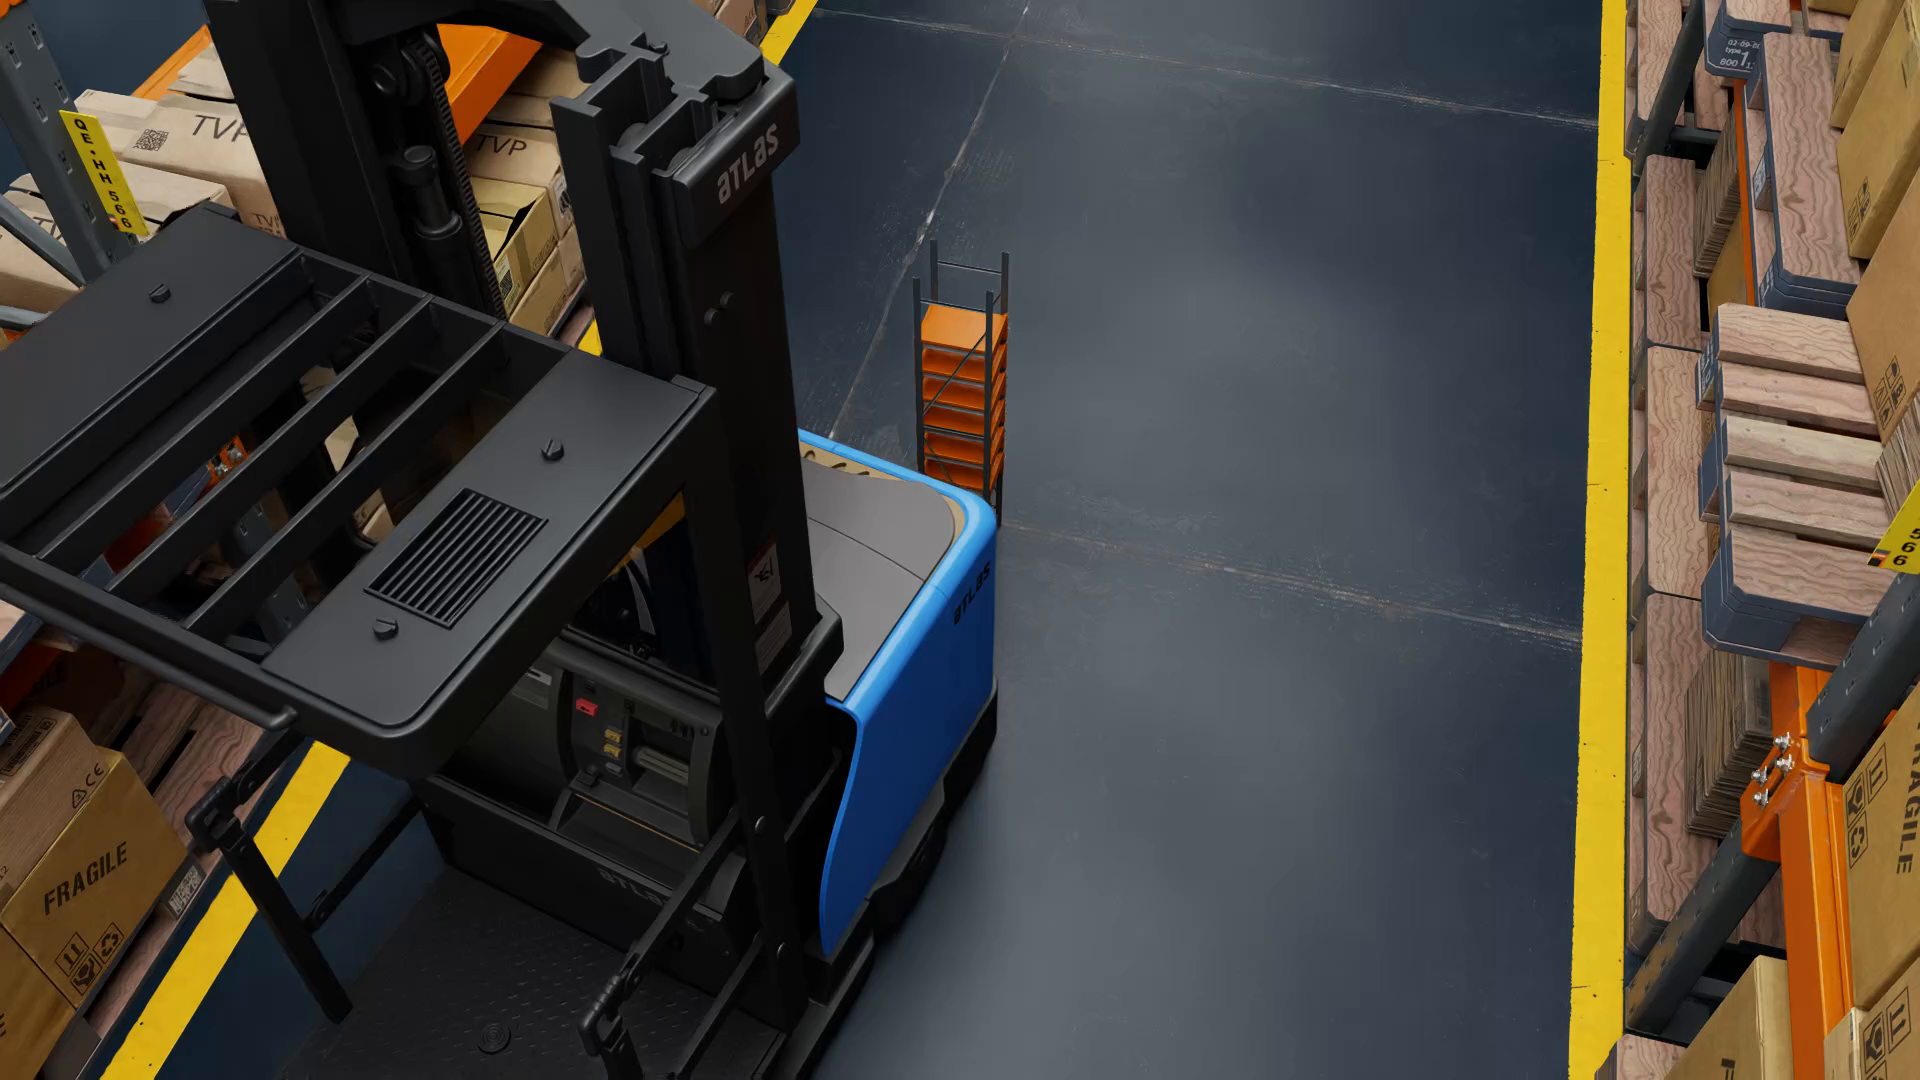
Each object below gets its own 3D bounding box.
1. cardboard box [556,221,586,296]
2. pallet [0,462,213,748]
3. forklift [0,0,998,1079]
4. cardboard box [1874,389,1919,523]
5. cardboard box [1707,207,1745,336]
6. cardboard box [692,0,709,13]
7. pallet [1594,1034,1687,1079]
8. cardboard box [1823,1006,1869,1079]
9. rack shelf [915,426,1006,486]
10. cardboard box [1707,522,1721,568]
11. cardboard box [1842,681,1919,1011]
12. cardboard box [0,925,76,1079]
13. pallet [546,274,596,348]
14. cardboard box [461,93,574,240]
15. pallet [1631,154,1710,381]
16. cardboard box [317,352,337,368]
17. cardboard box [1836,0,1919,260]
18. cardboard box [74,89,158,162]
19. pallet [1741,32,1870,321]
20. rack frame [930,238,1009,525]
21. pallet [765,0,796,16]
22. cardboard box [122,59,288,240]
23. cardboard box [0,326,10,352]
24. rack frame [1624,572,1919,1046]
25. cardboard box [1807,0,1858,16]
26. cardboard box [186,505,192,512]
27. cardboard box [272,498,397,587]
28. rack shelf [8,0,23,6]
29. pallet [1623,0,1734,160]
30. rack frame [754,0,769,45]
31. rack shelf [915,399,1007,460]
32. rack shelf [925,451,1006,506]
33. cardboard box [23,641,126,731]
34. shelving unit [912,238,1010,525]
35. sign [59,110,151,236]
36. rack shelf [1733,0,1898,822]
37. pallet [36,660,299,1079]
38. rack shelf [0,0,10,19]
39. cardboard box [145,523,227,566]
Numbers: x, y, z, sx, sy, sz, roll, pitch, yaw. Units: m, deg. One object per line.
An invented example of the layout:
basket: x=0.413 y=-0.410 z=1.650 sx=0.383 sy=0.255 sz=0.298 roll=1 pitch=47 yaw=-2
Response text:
cardboard box: x=-1.640 y=-1.230 z=6.389 sx=0.500 sy=0.250 sz=0.500 roll=12 pitch=50 yaw=11
pallet: x=-2.569 y=-0.001 z=3.878 sx=1.213 sy=0.211 sz=1.003 roll=12 pitch=50 yaw=10
forklift: x=-1.007 y=0.459 z=3.390 sx=1.130 sy=2.935 sz=3.031 roll=21 pitch=52 yaw=18
cardboard box: x=2.435 y=-0.114 z=3.490 sx=0.700 sy=0.500 sz=0.500 roll=6 pitch=49 yaw=6
cardboard box: x=3.109 y=-0.886 z=5.905 sx=0.700 sy=0.500 sz=0.500 roll=11 pitch=49 yaw=9
cardboard box: x=-1.367 y=-2.149 z=6.826 sx=0.500 sy=0.311 sz=0.500 roll=13 pitch=50 yaw=11
pallet: x=2.041 y=1.885 z=3.946 sx=1.003 sy=0.211 sz=1.213 roll=12 pitch=50 yaw=10
cardboard box: x=1.785 y=1.031 z=2.993 sx=0.380 sy=0.149 sz=0.250 roll=13 pitch=50 yaw=11
rack shelf: x=0.004 y=-0.299 z=5.433 sx=0.258 sy=0.103 sz=0.180 roll=12 pitch=50 yaw=10
cardboard box: x=2.812 y=-0.158 z=5.262 sx=0.700 sy=0.500 sz=0.500 roll=11 pitch=50 yaw=10
cardboard box: x=1.947 y=0.569 z=2.969 sx=0.500 sy=0.500 sz=0.500 roll=13 pitch=50 yaw=11
cardboard box: x=-2.615 y=1.210 z=4.055 sx=0.500 sy=0.500 sz=0.500 roll=10 pitch=49 yaw=9
pallet: x=-1.881 y=-1.113 z=6.592 sx=1.003 sy=0.211 sz=1.213 roll=12 pitch=50 yaw=10
cardboard box: x=-1.636 y=-1.426 z=6.188 sx=0.500 sy=0.311 sz=0.500 roll=11 pitch=49 yaw=10
pallet: x=3.171 y=-1.001 z=6.492 sx=1.003 sy=0.211 sz=1.213 roll=12 pitch=50 yaw=10
cardboard box: x=-1.907 y=-0.686 z=5.534 sx=0.500 sy=0.311 sz=0.500 roll=10 pitch=49 yaw=9
cardboard box: x=2.742 y=-1.020 z=4.289 sx=0.700 sy=0.500 sz=0.500 roll=12 pitch=50 yaw=10
cardboard box: x=-2.488 y=-1.190 z=4.968 sx=0.380 sy=0.149 sz=0.250 roll=12 pitch=50 yaw=10
pallet: x=2.803 y=-0.970 z=4.733 sx=1.003 sy=0.211 sz=1.213 roll=12 pitch=50 yaw=10
rack frame: x=0.028 y=-0.474 z=5.368 sx=0.240 sy=1.200 sz=0.006 roll=12 pitch=50 yaw=10
pallet: x=-1.156 y=-3.106 z=8.350 sx=1.003 sy=0.211 sz=1.213 roll=12 pitch=50 yaw=10
cardboard box: x=-2.036 y=-1.148 z=4.822 sx=0.500 sy=0.311 sz=0.500 roll=11 pitch=49 yaw=10
cardboard box: x=-2.516 y=-0.263 z=3.634 sx=0.700 sy=0.500 sz=0.500 roll=-3 pitch=49 yaw=-3
rack frame: x=2.321 y=0.406 z=3.391 sx=1.000 sy=3.000 sz=0.127 roll=12 pitch=50 yaw=10
cardboard box: x=3.053 y=-1.901 z=5.067 sx=0.700 sy=0.500 sz=0.500 roll=16 pitch=51 yaw=14
cardboard box: x=-2.558 y=-0.411 z=5.292 sx=0.500 sy=0.311 sz=0.500 roll=13 pitch=50 yaw=11
cardboard box: x=-2.037 y=-0.118 z=5.408 sx=0.500 sy=0.250 sz=0.500 roll=11 pitch=50 yaw=10
rack shelf: x=-1.932 y=-2.770 z=4.673 sx=1.077 sy=0.370 sz=4.000 roll=12 pitch=50 yaw=10
pallet: x=3.517 y=-2.057 z=7.425 sx=1.003 sy=0.211 sz=1.213 roll=12 pitch=50 yaw=10
rack frame: x=-1.406 y=-3.462 z=6.805 sx=1.000 sy=3.000 sz=0.127 roll=12 pitch=50 yaw=10
rack shelf: x=0.004 y=-0.378 z=5.343 sx=0.258 sy=0.103 sz=0.180 roll=12 pitch=50 yaw=10
rack shelf: x=0.004 y=-0.219 z=5.523 sx=0.258 sy=0.103 sz=0.180 roll=12 pitch=50 yaw=10
cardboard box: x=-2.854 y=0.386 z=4.782 sx=0.500 sy=0.500 sz=0.500 roll=13 pitch=50 yaw=12
shelving unit: x=0.004 y=-0.407 z=5.309 sx=0.258 sy=1.200 sz=0.189 roll=12 pitch=50 yaw=10
sign: x=-1.933 y=-0.825 z=3.758 sx=0.100 sy=0.325 sz=0.005 roll=12 pitch=50 yaw=10
rack shelf: x=2.848 y=-0.802 z=4.937 sx=1.077 sy=0.370 sz=4.000 roll=12 pitch=50 yaw=10
pallet: x=-2.692 y=0.887 z=4.827 sx=1.003 sy=0.211 sz=1.213 roll=12 pitch=50 yaw=10
rack shelf: x=-2.985 y=0.124 z=2.119 sx=1.077 sy=0.370 sz=4.000 roll=12 pitch=50 yaw=10
cardboard box: x=-2.555 y=-0.226 z=5.503 sx=0.500 sy=0.250 sz=0.500 roll=13 pitch=50 yaw=11
